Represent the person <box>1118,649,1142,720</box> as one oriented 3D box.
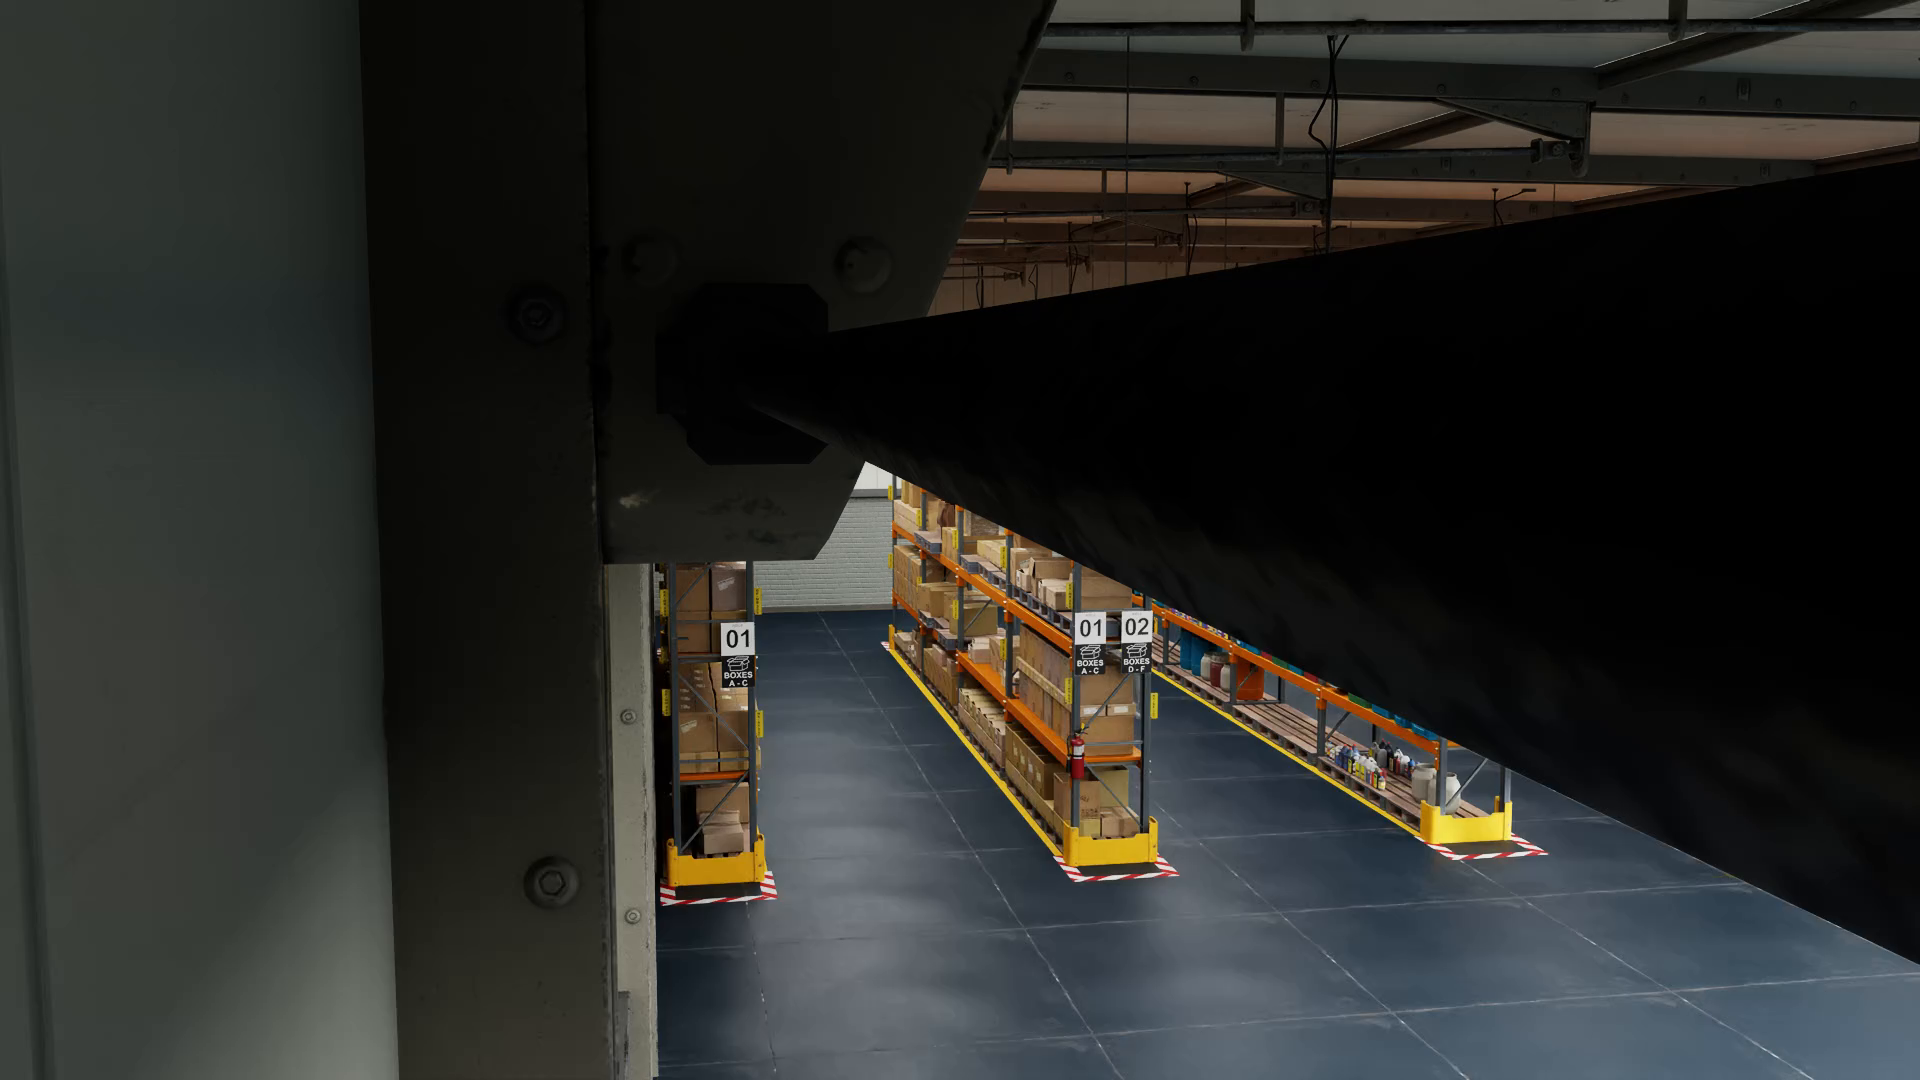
[{"bbox_3d":[3.034,2.369,29.484,0.552,1.555,0.819,-2,6,-18],"label":"person"}]
